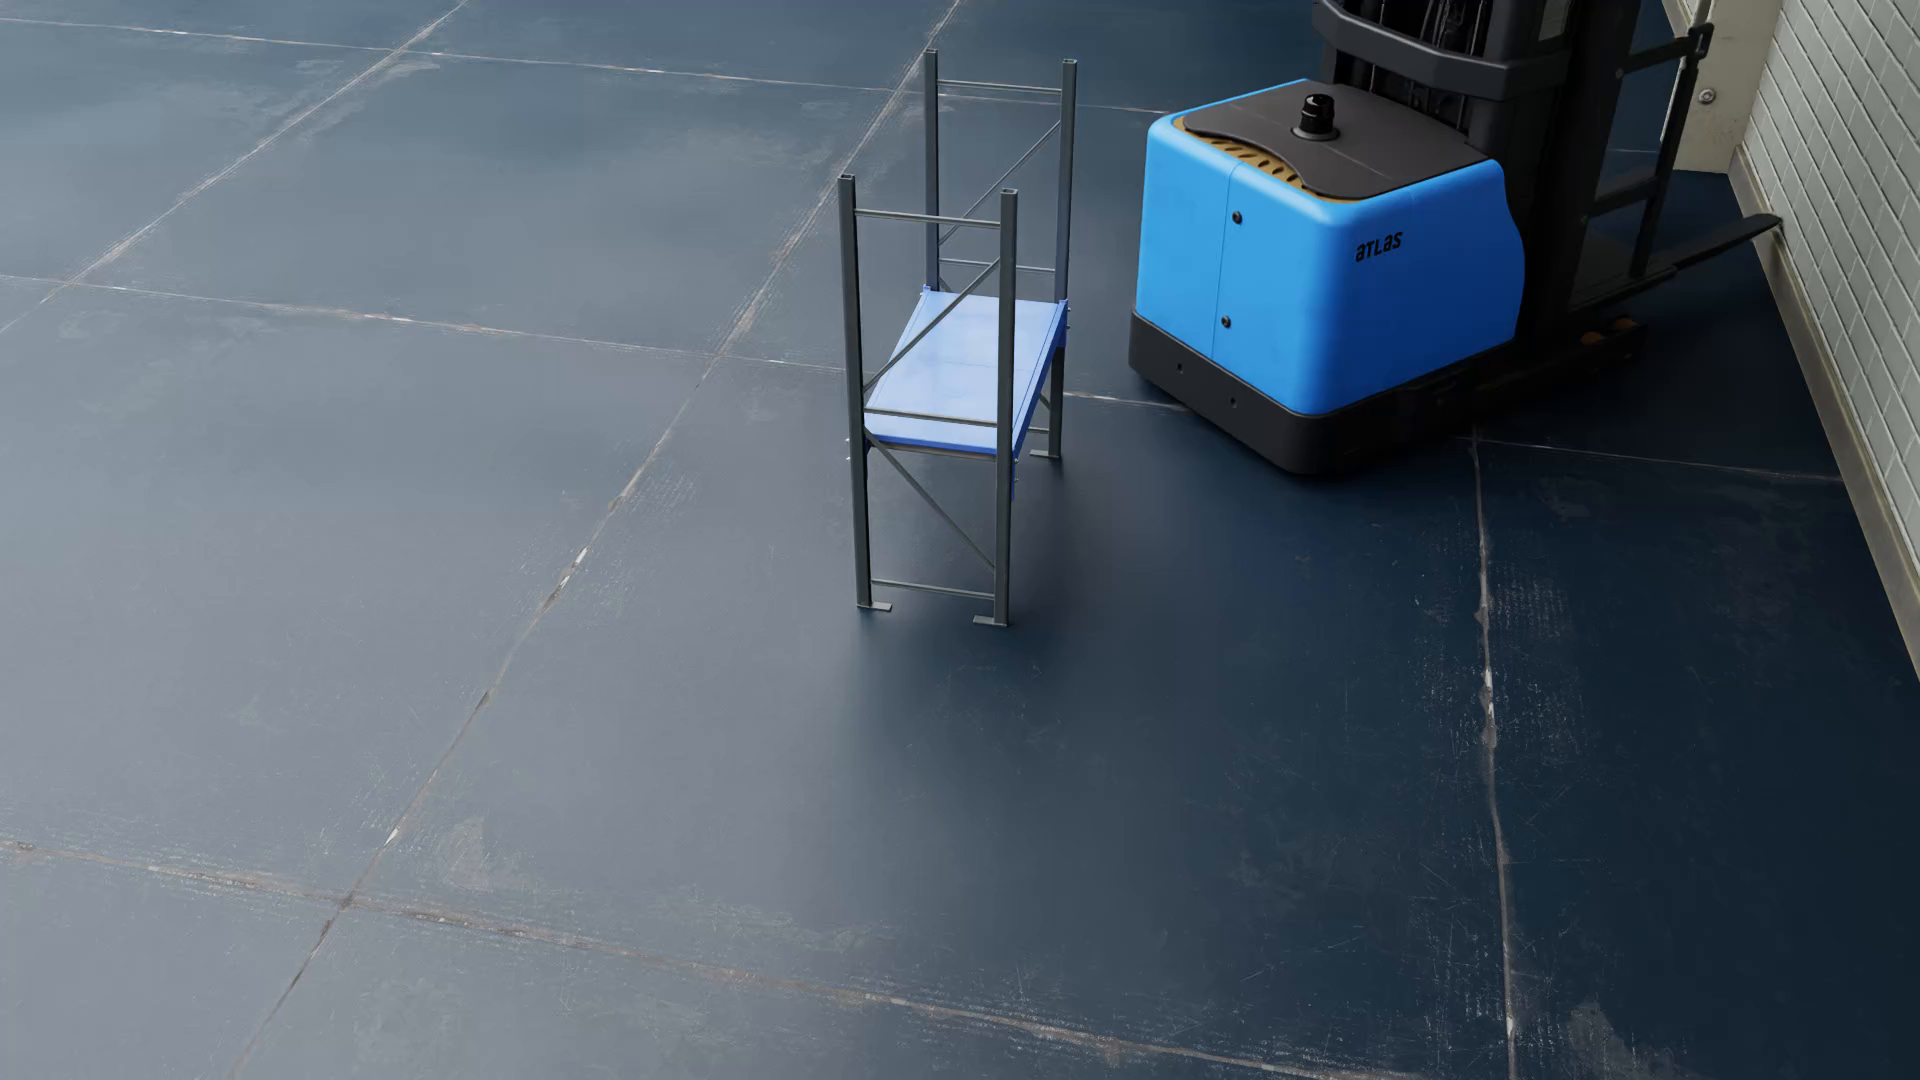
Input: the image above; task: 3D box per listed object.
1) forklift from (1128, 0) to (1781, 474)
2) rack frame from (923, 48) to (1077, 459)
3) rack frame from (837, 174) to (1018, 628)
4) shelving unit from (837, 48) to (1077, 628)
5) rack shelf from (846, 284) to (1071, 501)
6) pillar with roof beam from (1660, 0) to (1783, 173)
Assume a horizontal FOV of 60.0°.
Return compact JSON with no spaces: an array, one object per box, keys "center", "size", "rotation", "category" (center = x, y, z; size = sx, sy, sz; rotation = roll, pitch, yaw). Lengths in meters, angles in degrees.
[{"center":[2.176,-2.089,6.135],"size":[3.031,2.935,1.130],"rotation":[-22,41,-27],"category":"forklift"},{"center":[0.127,-0.948,5.779],"size":[0.500,1.500,0.032],"rotation":[7,37,10],"category":"rack frame"},{"center":[-0.090,-0.365,4.975],"size":[0.500,1.500,0.032],"rotation":[7,37,10],"category":"rack frame"},{"center":[0.018,-0.656,5.377],"size":[0.538,1.500,1.048],"rotation":[7,37,10],"category":"shelving unit"},{"center":[0.018,-0.511,5.483],"size":[0.538,0.185,1.000],"rotation":[7,37,10],"category":"rack shelf"},{"center":[-0.466,-6.134,6.545],"size":[9.100,9.000,0.400],"rotation":[7,37,10],"category":"pillar with roof beam"}]
